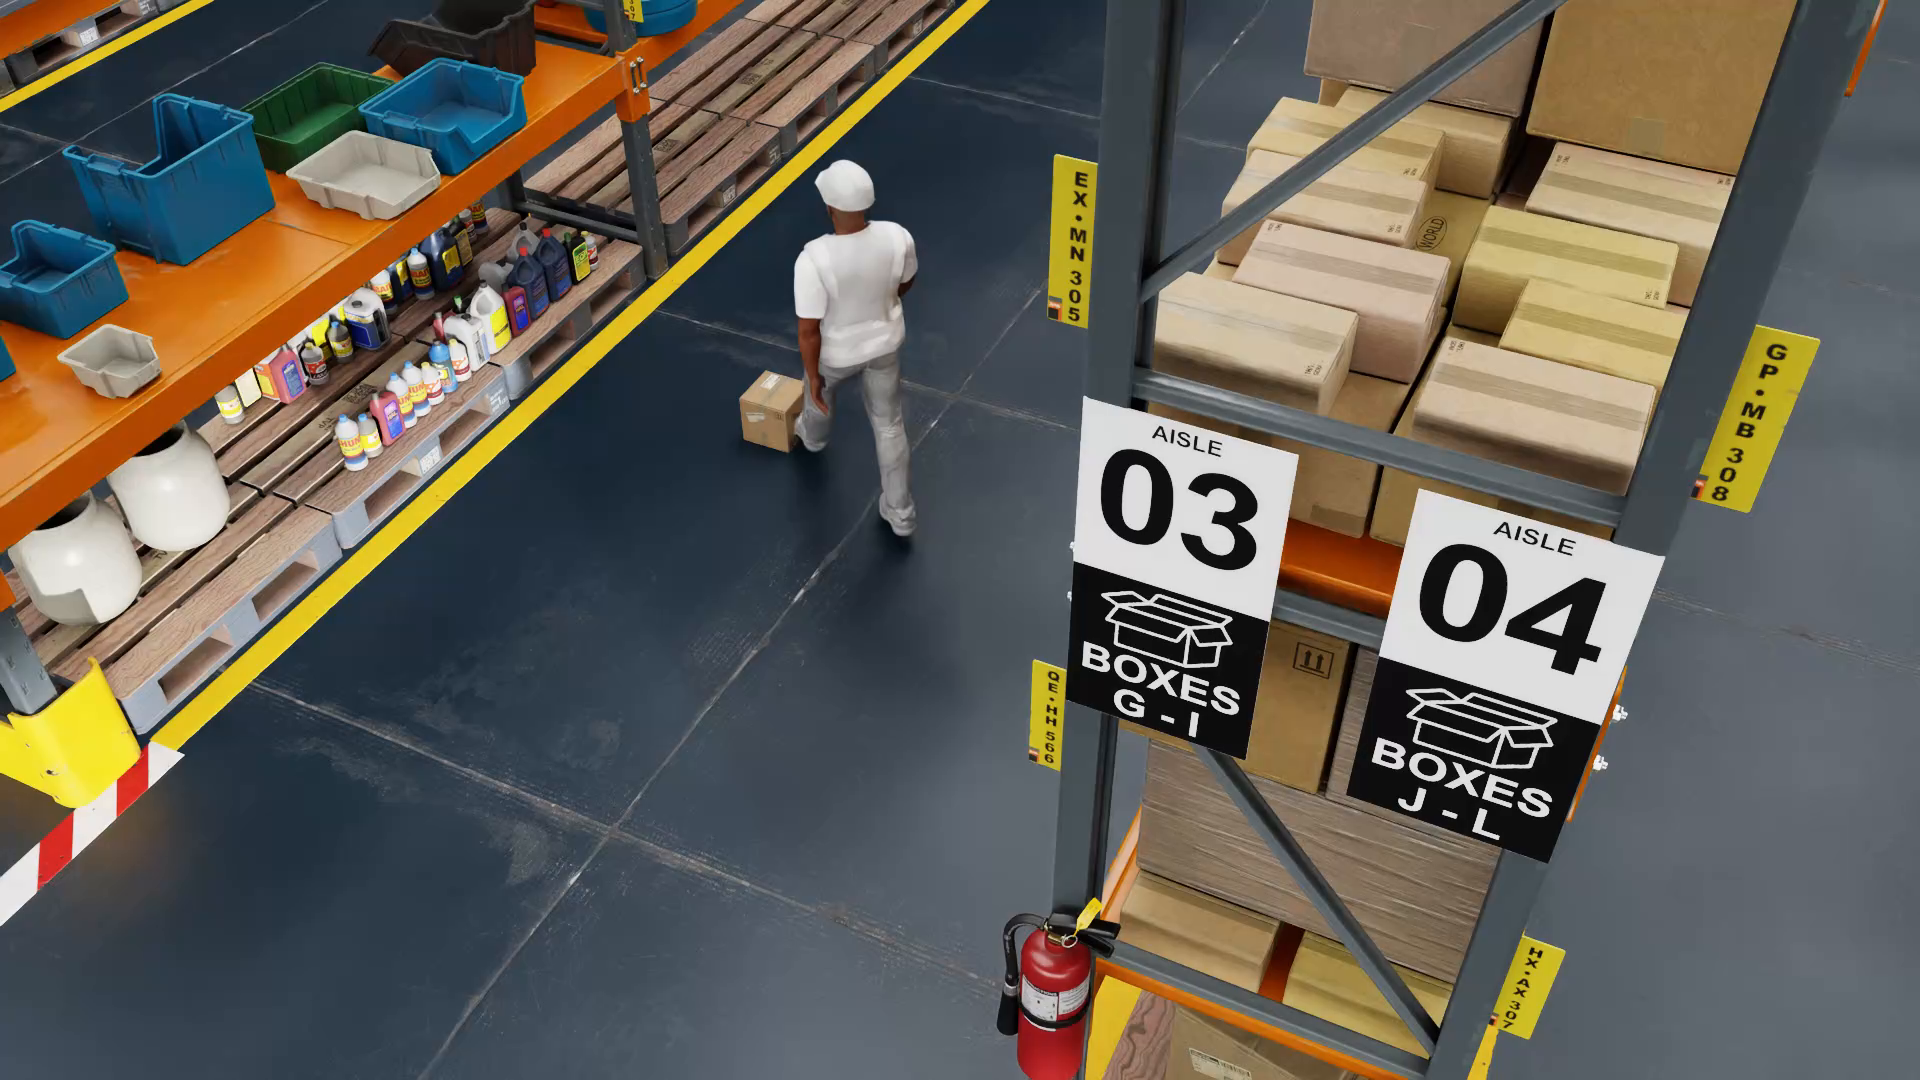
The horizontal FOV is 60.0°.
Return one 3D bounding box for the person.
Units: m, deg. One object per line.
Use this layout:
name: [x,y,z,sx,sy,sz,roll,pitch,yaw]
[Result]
person: [-0.479,-0.925,7.186,0.578,1.707,1.054,-14,44,-15]
